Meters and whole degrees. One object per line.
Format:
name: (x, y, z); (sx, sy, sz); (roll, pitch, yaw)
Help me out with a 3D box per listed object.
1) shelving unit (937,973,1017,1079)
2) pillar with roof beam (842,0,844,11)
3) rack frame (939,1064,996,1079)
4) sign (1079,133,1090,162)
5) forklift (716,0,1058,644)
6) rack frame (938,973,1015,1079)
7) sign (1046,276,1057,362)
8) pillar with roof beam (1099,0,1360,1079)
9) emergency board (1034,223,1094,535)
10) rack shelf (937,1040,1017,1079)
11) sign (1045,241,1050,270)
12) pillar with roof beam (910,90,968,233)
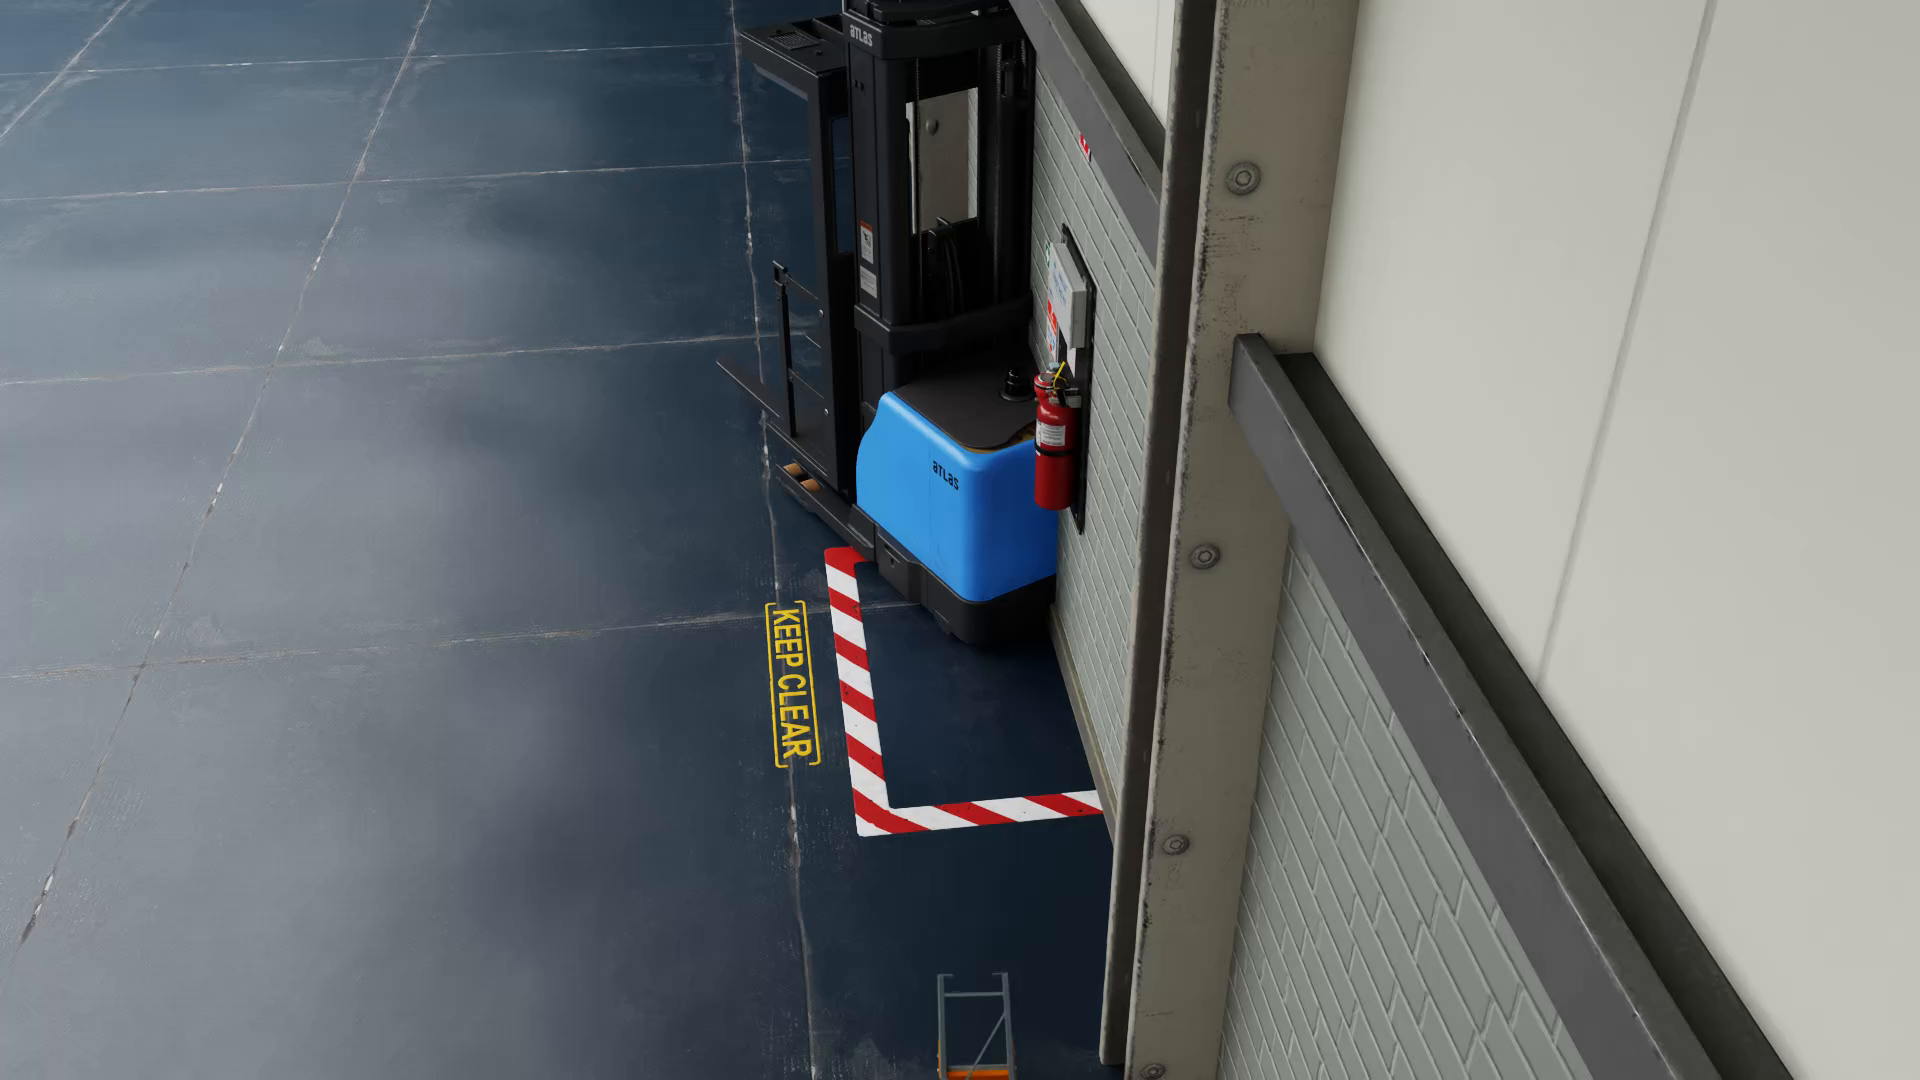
shelving unit: (0.062, 2.026, 5.312); (0.258, 0.503, 1.200); (-1, 35, -1)
pillar with roof beam: (-5.197, -8.134, 12.695); (9.100, 9.000, 0.400); (-4, 35, -6)
rack frame: (0.062, 2.226, 5.453); (0.240, 0.015, 1.200); (-1, 35, -1)
sign: (0.485, -1.636, 6.429); (0.001, 0.298, 0.199); (-4, 35, -6)
forklift: (-0.348, -1.506, 8.358); (1.130, 2.935, 3.031); (-21, 39, -27)
rack frame: (0.062, 1.827, 5.172); (0.240, 0.015, 1.200); (-1, 35, -1)
sign: (0.416, -0.997, 7.518); (0.001, 0.329, 0.234); (-4, 35, -6)
pillar with roof beam: (-3.583, -1.437, 2.869); (9.100, 9.000, 0.400); (-4, 35, -6)
emergency board: (0.388, -0.666, 7.064); (0.194, 1.169, 0.643); (-4, 35, -6)
rack shelf: (0.054, 1.873, 5.530); (0.258, 0.480, 0.148); (-1, 35, -1)
sign: (0.407, -1.213, 7.364); (0.001, 0.109, 0.331); (-4, 35, -6)
pillar with roof beam: (-4.390, -4.786, 7.782); (9.100, 9.000, 0.400); (-4, 35, -6)
